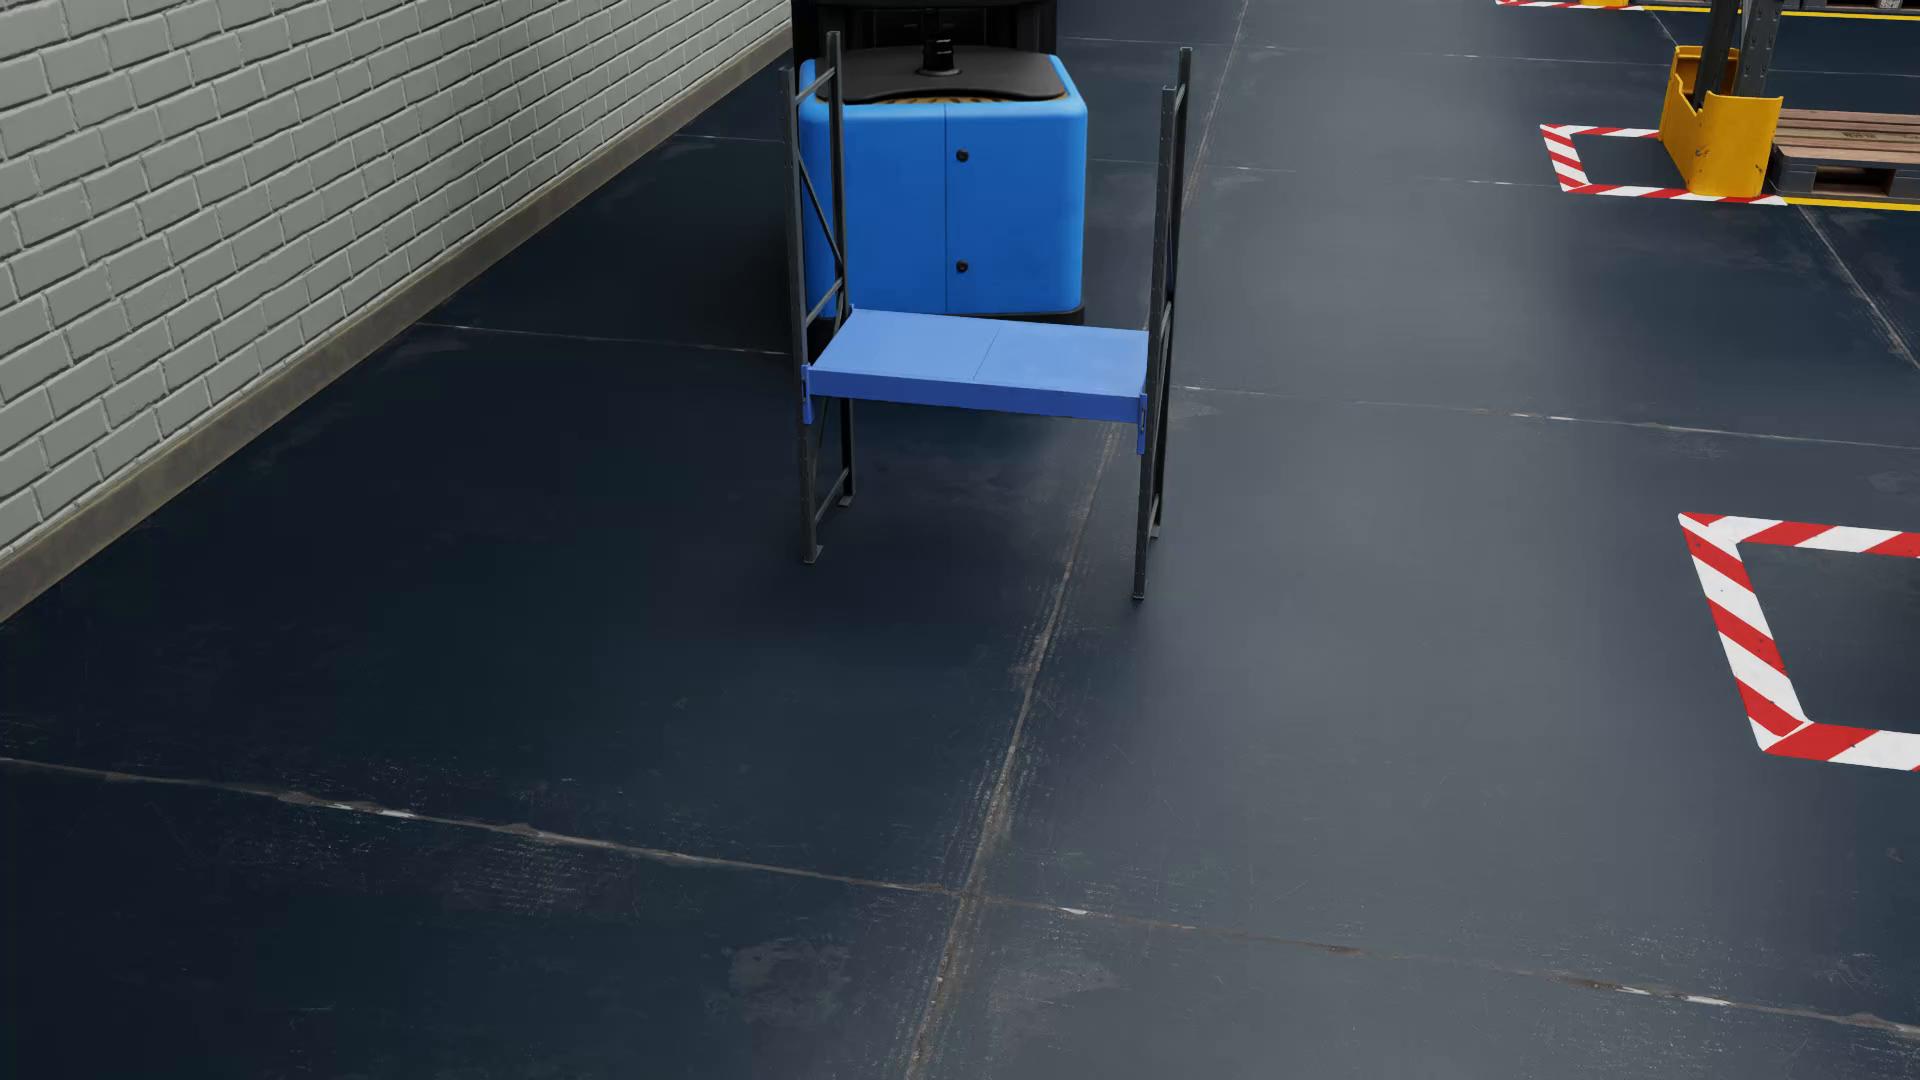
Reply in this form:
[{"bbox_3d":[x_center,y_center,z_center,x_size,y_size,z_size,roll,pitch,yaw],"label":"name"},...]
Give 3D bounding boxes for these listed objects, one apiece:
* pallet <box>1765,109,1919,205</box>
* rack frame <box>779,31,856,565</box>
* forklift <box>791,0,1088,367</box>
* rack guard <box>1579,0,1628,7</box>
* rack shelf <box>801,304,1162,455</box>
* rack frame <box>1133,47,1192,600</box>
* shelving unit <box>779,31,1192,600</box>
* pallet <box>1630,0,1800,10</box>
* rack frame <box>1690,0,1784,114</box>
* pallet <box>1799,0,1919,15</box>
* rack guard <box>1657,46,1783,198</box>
[{"bbox_3d":[4.828,-2.007,8.696,1.213,0.211,1.003,6,29,11],"label":"pallet"},{"bbox_3d":[-0.414,-0.700,4.967,0.032,1.500,0.500,6,29,11],"label":"rack frame"},{"bbox_3d":[-0.165,-2.558,6.871,1.130,2.935,3.031,-2,29,-4],"label":"forklift"},{"bbox_3d":[5.040,-4.563,13.064,0.348,0.500,1.175,6,29,11],"label":"rack guard"},{"bbox_3d":[0.083,-0.492,4.961,1.000,0.185,0.538,6,29,11],"label":"rack shelf"},{"bbox_3d":[0.581,-0.598,4.781,0.032,1.500,0.500,6,29,11],"label":"rack frame"},{"bbox_3d":[0.083,-0.649,4.874,1.048,1.500,0.538,6,29,11],"label":"shelving unit"},{"bbox_3d":[5.862,-4.391,13.050,1.213,0.211,1.003,6,29,11],"label":"pallet"},{"bbox_3d":[4.029,-3.331,8.211,0.127,3.000,1.000,6,29,11],"label":"rack frame"},{"bbox_3d":[7.051,-4.267,12.825,1.213,0.211,1.003,6,29,11],"label":"pallet"},{"bbox_3d":[4.003,-2.231,8.805,0.348,0.500,1.175,6,29,11],"label":"rack guard"}]
